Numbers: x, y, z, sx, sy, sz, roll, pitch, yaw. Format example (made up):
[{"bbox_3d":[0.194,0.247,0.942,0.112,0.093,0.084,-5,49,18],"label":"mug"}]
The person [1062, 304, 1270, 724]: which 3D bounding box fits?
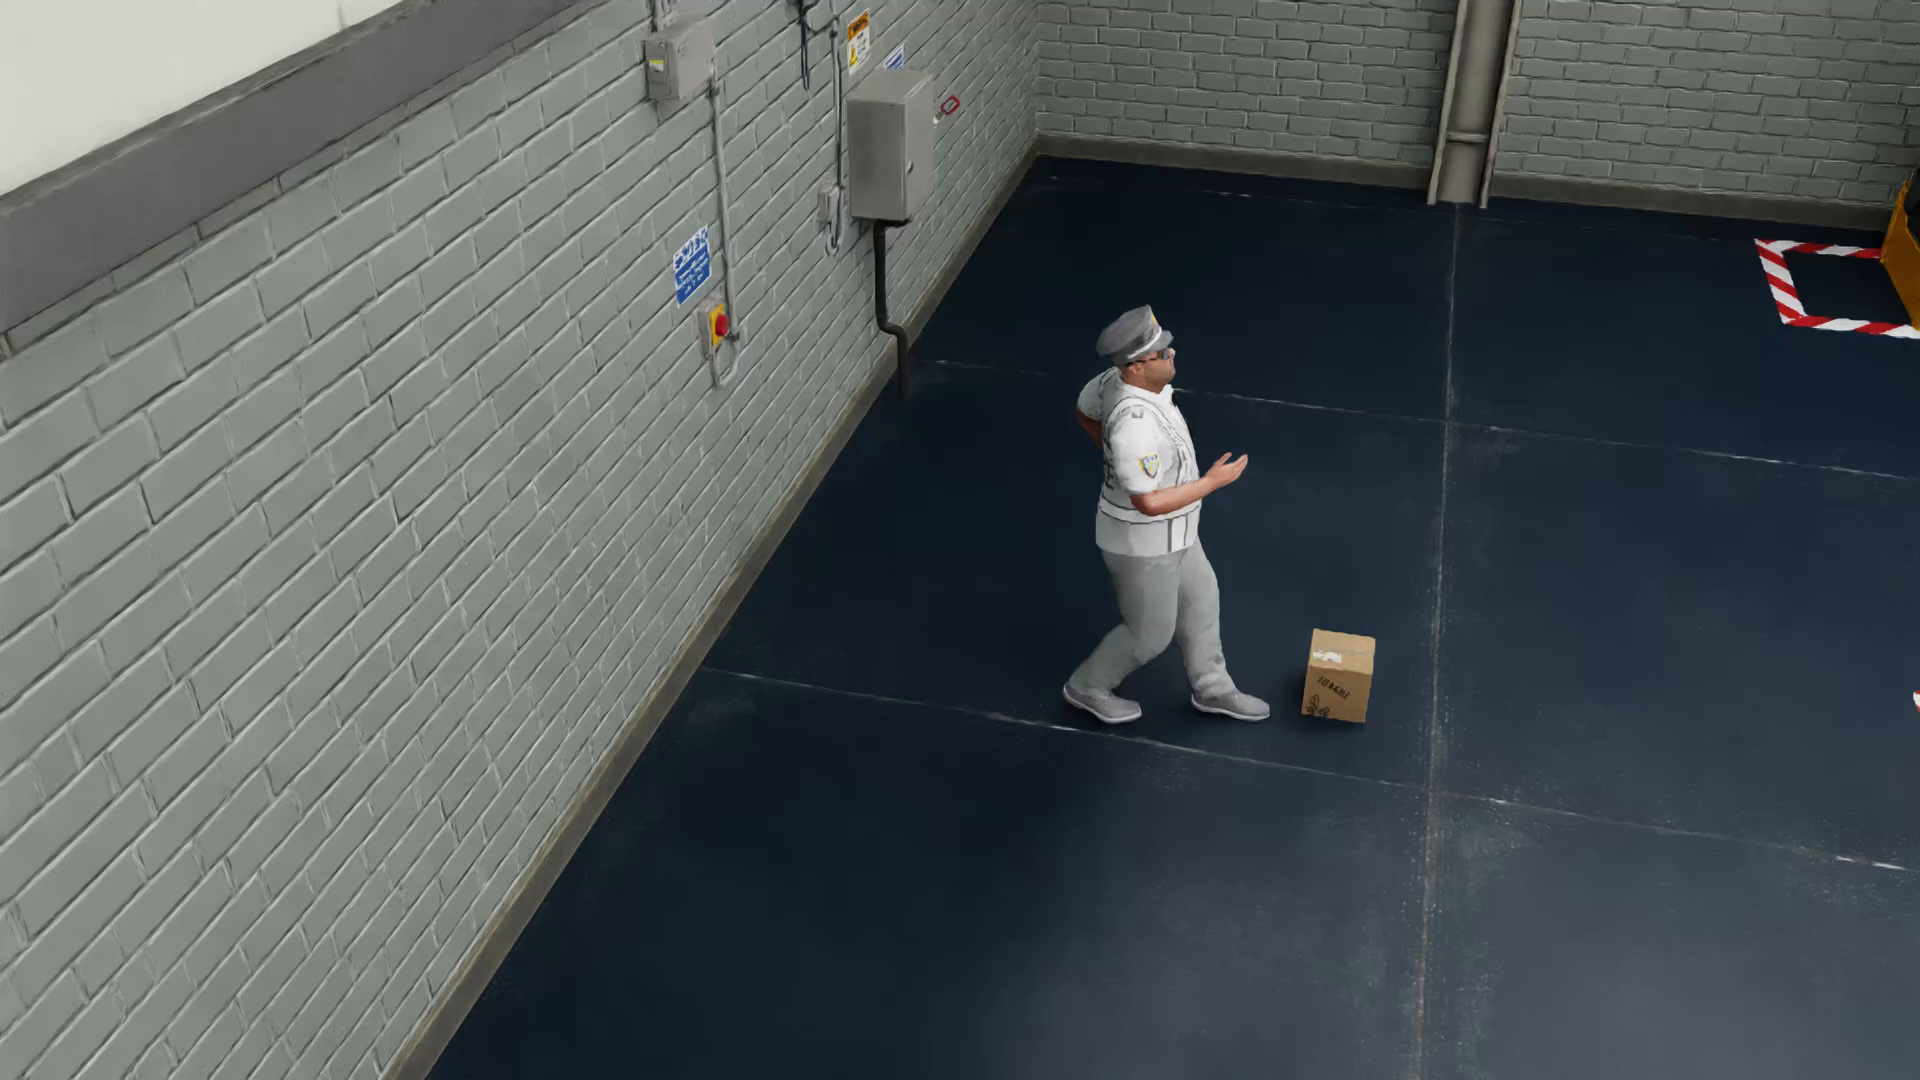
[{"bbox_3d":[0.796,-0.029,6.163,0.858,1.775,0.621,7,33,11],"label":"person"}]
